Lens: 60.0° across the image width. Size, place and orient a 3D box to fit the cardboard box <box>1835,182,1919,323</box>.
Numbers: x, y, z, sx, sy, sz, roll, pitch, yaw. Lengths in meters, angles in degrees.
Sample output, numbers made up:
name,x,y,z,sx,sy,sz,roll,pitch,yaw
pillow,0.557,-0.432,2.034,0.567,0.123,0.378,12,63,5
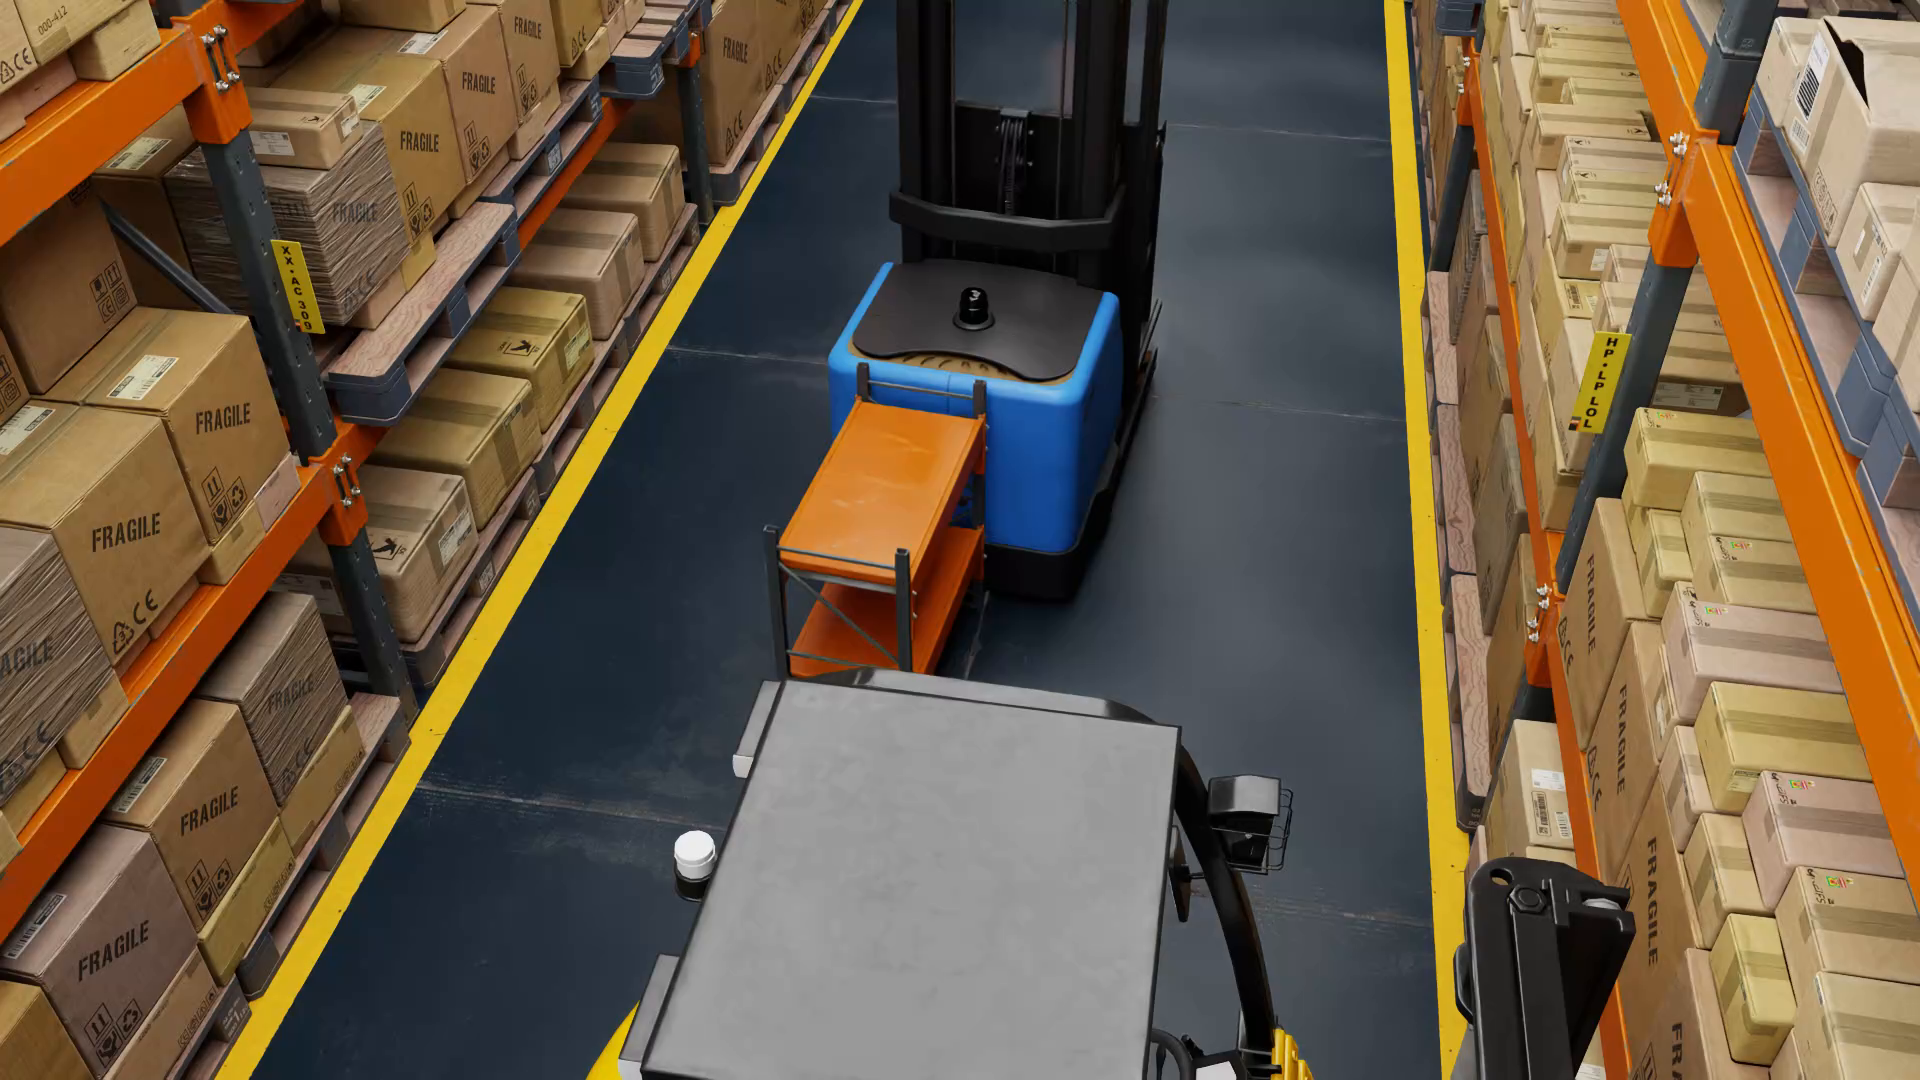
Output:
name,x,y,z,sx,sy,sz,roll,pitch,yaw
cardboard box,1.786,-0.489,2.923,0.380,0.149,0.250,8,40,9

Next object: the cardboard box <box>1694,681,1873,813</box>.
name,x,y,z,sx,sy,sz,roll,pitch,yaw
cardboard box,1.793,0.455,3.524,0.380,0.149,0.250,6,40,7

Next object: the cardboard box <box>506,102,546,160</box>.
name,x,y,z,sx,sy,sz,roll,pitch,yaw
cardboard box,-1.934,-1.697,6.816,0.380,0.149,0.250,8,40,9

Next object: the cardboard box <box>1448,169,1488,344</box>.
name,x,y,z,sx,sy,sz,roll,pitch,yaw
cardboard box,2.866,-1.327,8.035,0.875,0.625,0.625,8,40,9

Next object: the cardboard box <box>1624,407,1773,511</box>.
name,x,y,z,sx,sy,sz,roll,pitch,yaw
cardboard box,1.948,-0.196,4.312,0.380,0.149,0.250,7,40,9

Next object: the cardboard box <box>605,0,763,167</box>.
name,x,y,z,sx,sy,sz,roll,pitch,yaw
cardboard box,-1.700,-2.783,9.600,0.875,0.875,0.875,6,40,7

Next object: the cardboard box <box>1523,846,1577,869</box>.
name,x,y,z,sx,sy,sz,roll,pitch,yaw
cardboard box,1.804,1.141,4.559,0.500,0.250,0.500,6,40,8

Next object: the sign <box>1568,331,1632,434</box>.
name,x,y,z,sx,sy,sz,roll,pitch,yaw
sign,1.760,-0.430,4.569,0.100,0.325,0.005,6,40,8

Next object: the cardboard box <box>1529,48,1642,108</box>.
name,x,y,z,sx,sy,sz,roll,pitch,yaw
cardboard box,2.430,-1.780,6.462,0.380,0.149,0.250,7,40,9

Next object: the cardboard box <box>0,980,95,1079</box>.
name,x,y,z,sx,sy,sz,roll,pitch,yaw
cardboard box,-2.689,1.481,4.345,0.500,0.500,0.500,7,40,9

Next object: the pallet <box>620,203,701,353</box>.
name,x,y,z,sx,sy,sz,roll,pitch,yaw
pallet,-2.038,-1.451,8.839,1.003,0.211,1.213,6,40,8

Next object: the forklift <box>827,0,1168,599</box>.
name,x,y,z,sx,sy,sz,roll,pitch,yaw
forklift,0.343,-1.833,7.167,1.130,2.935,3.031,10,41,11

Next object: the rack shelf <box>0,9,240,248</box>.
name,x,y,z,sx,sy,sz,roll,pitch,yaw
rack shelf,-2.940,-0.129,3.262,1.077,0.370,4.000,6,40,8

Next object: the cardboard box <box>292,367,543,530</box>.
name,x,y,z,sx,sy,sz,roll,pitch,yaw
cardboard box,-2.384,-0.435,7.155,0.950,0.372,0.625,9,40,10

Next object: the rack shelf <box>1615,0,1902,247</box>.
name,x,y,z,sx,sy,sz,roll,pitch,yaw
rack shelf,2.642,-2.094,5.639,1.077,0.370,4.000,6,40,8

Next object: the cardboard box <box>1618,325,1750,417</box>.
name,x,y,z,sx,sy,sz,roll,pitch,yaw
cardboard box,2.136,-0.488,4.898,0.380,0.149,0.250,8,40,9

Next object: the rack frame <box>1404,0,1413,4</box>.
name,x,y,z,sx,sy,sz,roll,pitch,yaw
rack frame,3.680,-4.981,10.920,1.000,3.000,0.127,6,40,8

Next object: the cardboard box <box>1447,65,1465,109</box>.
name,x,y,z,sx,sy,sz,roll,pitch,yaw
cardboard box,2.841,-2.432,8.960,0.380,0.149,0.250,4,40,5

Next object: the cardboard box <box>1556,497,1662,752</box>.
name,x,y,z,sx,sy,sz,roll,pitch,yaw
cardboard box,1.962,0.251,4.514,0.500,0.500,0.500,5,40,6

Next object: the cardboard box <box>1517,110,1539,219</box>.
name,x,y,z,sx,sy,sz,roll,pitch,yaw
cardboard box,2.411,-1.390,6.302,0.500,0.250,0.500,7,40,8

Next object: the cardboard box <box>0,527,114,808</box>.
name,x,y,z,sx,sy,sz,roll,pitch,yaw
cardboard box,-2.593,0.298,4.224,0.500,0.500,0.500,7,40,9

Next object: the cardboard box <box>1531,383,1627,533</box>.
name,x,y,z,sx,sy,sz,roll,pitch,yaw
cardboard box,2.125,-0.248,5.313,0.500,0.250,0.500,7,40,9

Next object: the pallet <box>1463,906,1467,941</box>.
name,x,y,z,sx,sy,sz,roll,pitch,yaw
pallet,2.117,1.609,5.138,1.003,0.211,1.213,6,40,8

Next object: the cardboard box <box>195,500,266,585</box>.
name,x,y,z,sx,sy,sz,roll,pitch,yaw
cardboard box,-2.386,-0.016,5.112,0.380,0.149,0.250,7,40,9

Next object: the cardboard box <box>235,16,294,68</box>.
name,x,y,z,sx,sy,sz,roll,pitch,yaw
cardboard box,-2.630,-1.819,5.945,0.380,0.149,0.250,5,40,6

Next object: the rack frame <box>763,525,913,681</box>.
name,x,y,z,sx,sy,sz,roll,pitch,yaw
rack frame,-0.410,0.433,5.844,0.500,1.125,0.032,10,41,11

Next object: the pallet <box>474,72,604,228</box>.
name,x,y,z,sx,sy,sz,roll,pitch,yaw
pallet,-2.204,-1.695,7.096,1.003,0.211,1.213,6,40,8

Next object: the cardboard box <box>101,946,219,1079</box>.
name,x,y,z,sx,sy,sz,roll,pitch,yaw
cardboard box,-2.606,1.447,4.974,0.500,0.250,0.500,7,40,8

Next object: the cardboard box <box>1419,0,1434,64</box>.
name,x,y,z,sx,sy,sz,roll,pitch,yaw
cardboard box,3.202,-3.253,10.462,0.500,0.500,0.500,5,40,6

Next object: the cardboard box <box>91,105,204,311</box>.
name,x,y,z,sx,sy,sz,roll,pitch,yaw
cardboard box,-2.740,-1.135,5.628,0.500,0.500,0.500,6,40,7

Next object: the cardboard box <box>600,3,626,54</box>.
name,x,y,z,sx,sy,sz,roll,pitch,yaw
cardboard box,-1.753,-2.353,7.609,0.380,0.149,0.250,5,40,6

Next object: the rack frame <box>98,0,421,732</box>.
name,x,y,z,sx,sy,sz,roll,pitch,yaw
rack frame,-2.594,-0.505,5.507,1.000,3.000,0.127,6,40,8

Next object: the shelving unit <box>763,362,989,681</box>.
name,x,y,z,sx,sy,sz,roll,pitch,yaw
shelving unit,-0.278,0.120,6.222,0.538,1.125,1.048,10,41,11

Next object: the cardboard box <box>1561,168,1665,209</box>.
name,x,y,z,sx,sy,sz,roll,pitch,yaw
cardboard box,2.279,-1.137,5.683,0.380,0.149,0.250,5,40,7

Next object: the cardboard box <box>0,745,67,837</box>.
name,x,y,z,sx,sy,sz,roll,pitch,yaw
cardboard box,-2.595,0.622,4.341,0.380,0.149,0.250,6,40,7

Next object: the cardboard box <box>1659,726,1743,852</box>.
name,x,y,z,sx,sy,sz,roll,pitch,yaw
cardboard box,1.758,0.563,3.628,0.380,0.149,0.250,6,40,7

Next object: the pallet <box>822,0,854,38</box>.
name,x,y,z,sx,sy,sz,roll,pitch,yaw
pallet,-1.269,-3.959,11.872,1.003,0.211,1.213,6,40,8

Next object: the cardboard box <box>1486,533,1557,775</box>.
name,x,y,z,sx,sy,sz,roll,pitch,yaw
cardboard box,2.375,0.464,5.868,0.875,0.625,0.625,8,40,10

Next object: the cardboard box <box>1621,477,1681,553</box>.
name,x,y,z,sx,sy,sz,roll,pitch,yaw
cardboard box,1.981,-0.078,4.402,0.380,0.149,0.250,6,40,7

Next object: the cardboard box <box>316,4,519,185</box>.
name,x,y,z,sx,sy,sz,roll,pitch,yaw
cardboard box,-2.045,-1.706,6.318,0.500,0.500,0.500,6,40,7

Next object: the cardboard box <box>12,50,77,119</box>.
name,x,y,z,sx,sy,sz,roll,pitch,yaw
cardboard box,-2.478,-1.184,4.171,0.380,0.149,0.250,7,40,8

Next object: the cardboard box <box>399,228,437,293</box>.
name,x,y,z,sx,sy,sz,roll,pitch,yaw
cardboard box,-2.135,-1.038,6.019,0.380,0.149,0.250,7,40,9

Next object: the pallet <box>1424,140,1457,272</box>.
name,x,y,z,sx,sy,sz,roll,pitch,yaw
pallet,3.154,-1.860,9.334,1.003,0.211,1.213,6,40,8

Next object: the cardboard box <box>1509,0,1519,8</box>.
name,x,y,z,sx,sy,sz,roll,pitch,yaw
cardboard box,2.598,-2.424,7.240,0.380,0.149,0.250,7,40,9

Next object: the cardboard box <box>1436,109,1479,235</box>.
name,x,y,z,sx,sy,sz,roll,pitch,yaw
cardboard box,2.849,-1.958,8.896,0.500,0.500,0.500,7,40,9

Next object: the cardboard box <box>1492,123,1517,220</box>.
name,x,y,z,sx,sy,sz,roll,pitch,yaw
cardboard box,2.496,-1.522,6.855,0.500,0.250,0.500,5,40,6
